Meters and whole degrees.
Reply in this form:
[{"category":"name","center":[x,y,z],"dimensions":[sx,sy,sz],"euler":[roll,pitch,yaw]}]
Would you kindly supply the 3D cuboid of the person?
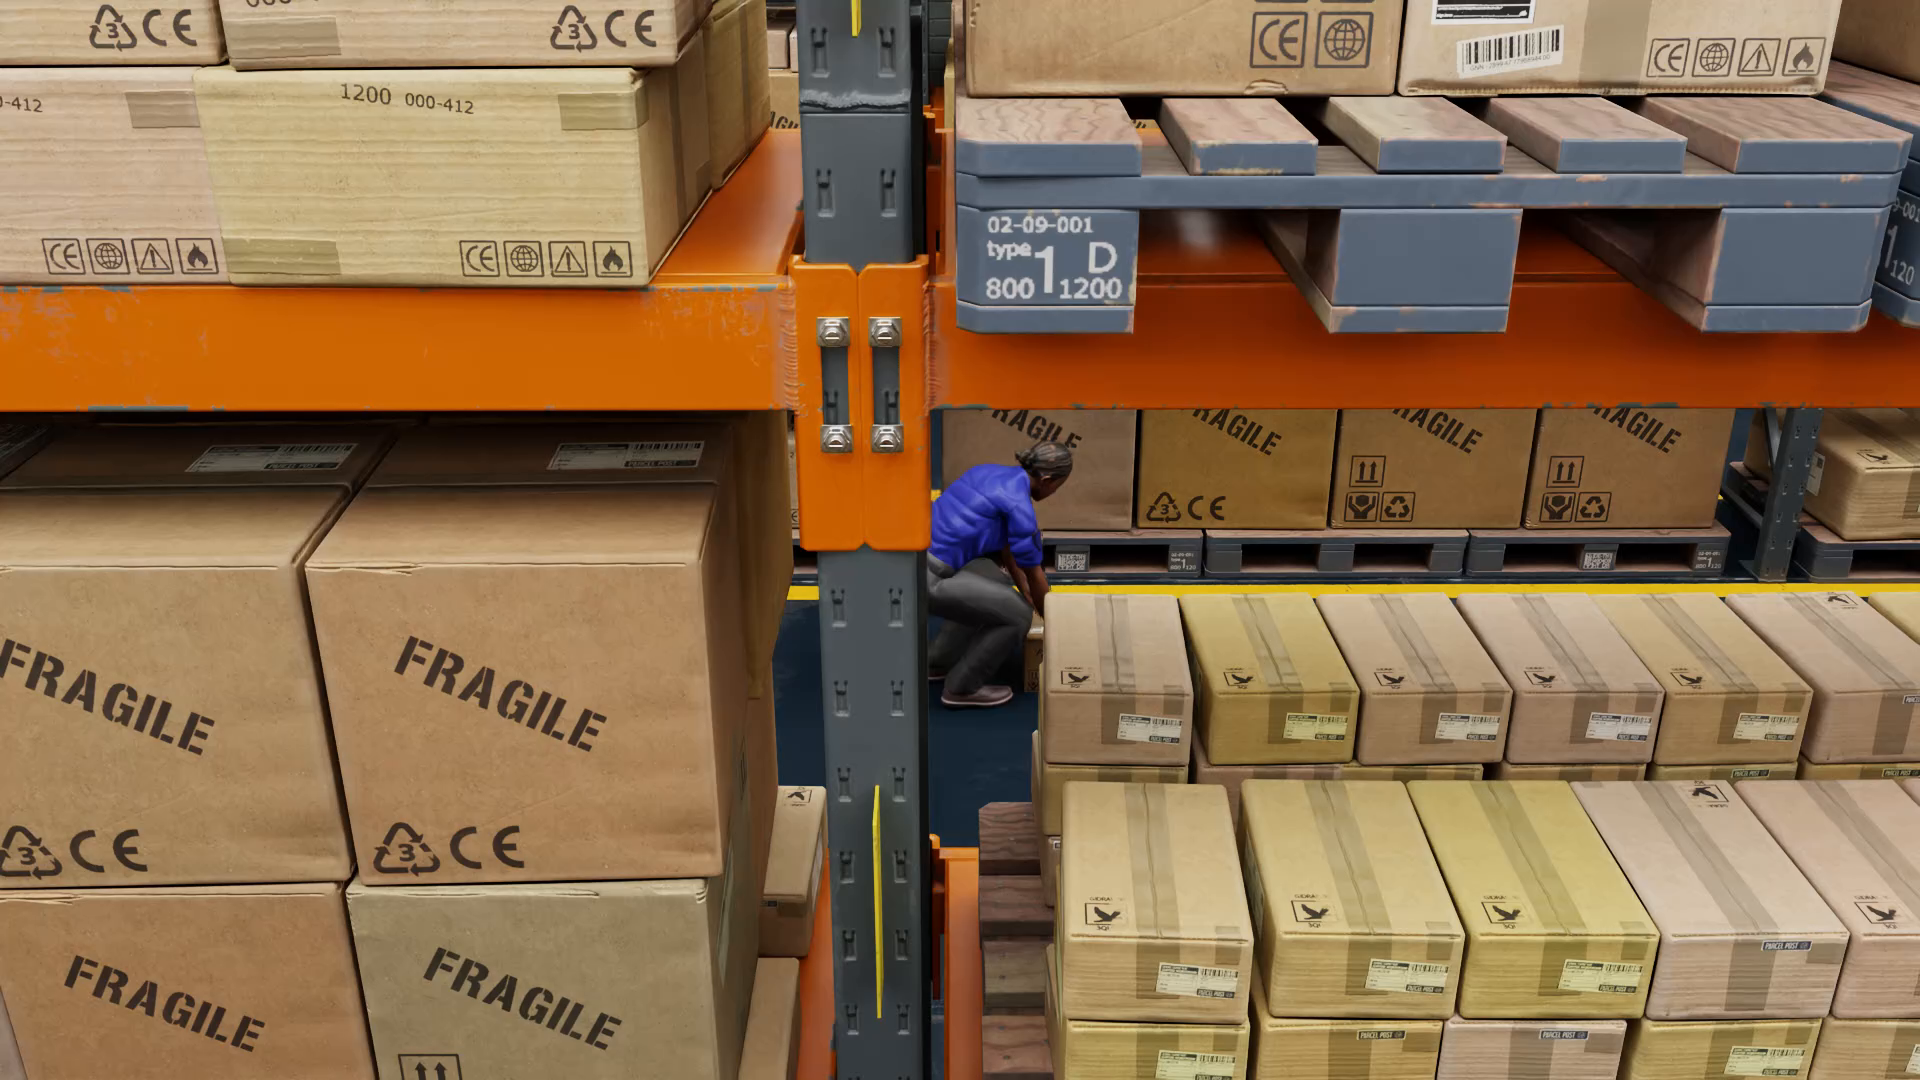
[{"category":"person","center":[0.077,0.126,6.605],"dimensions":[0.766,1.026,0.482],"euler":[-6,25,-13]}]
